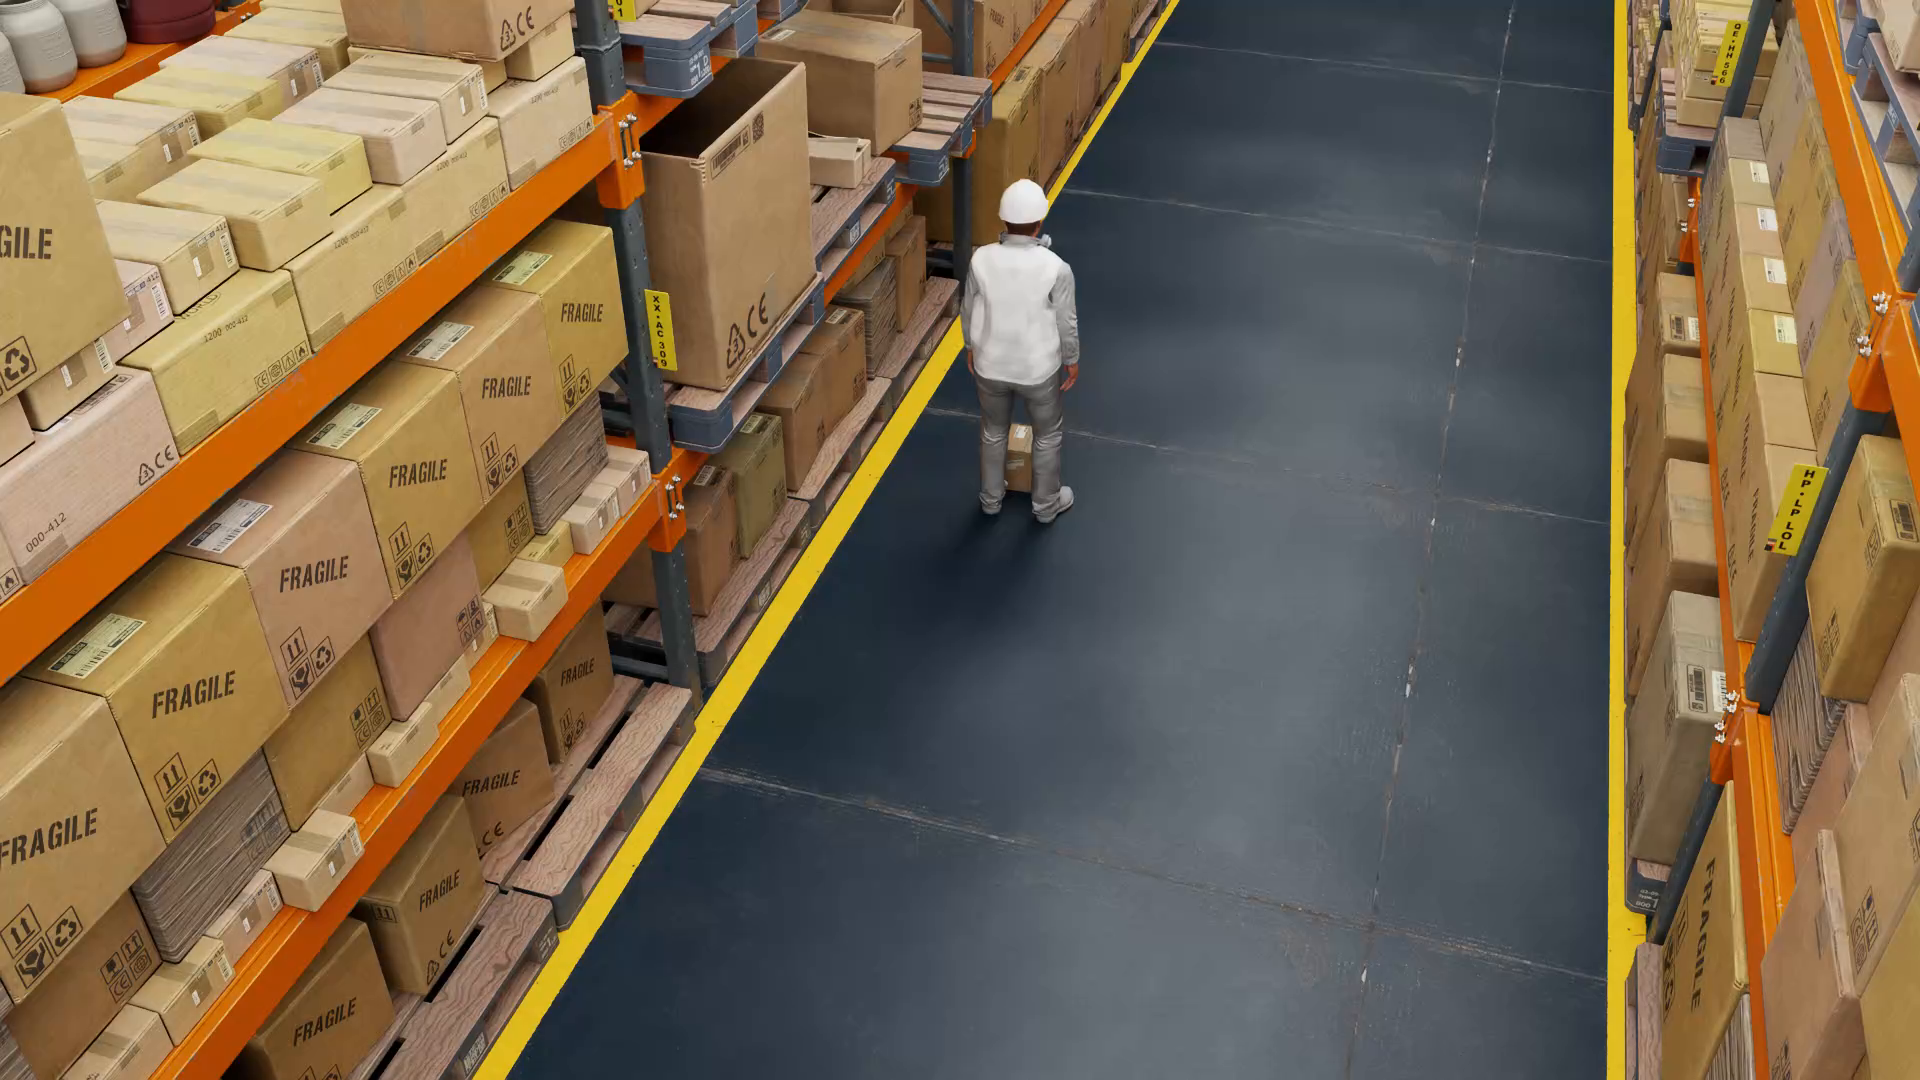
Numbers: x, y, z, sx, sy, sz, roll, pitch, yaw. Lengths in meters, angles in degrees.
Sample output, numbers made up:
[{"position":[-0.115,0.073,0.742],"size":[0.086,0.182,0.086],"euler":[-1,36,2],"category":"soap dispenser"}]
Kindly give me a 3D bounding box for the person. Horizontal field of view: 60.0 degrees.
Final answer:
[{"position":[0.290,-0.882,8.048],"size":[0.581,1.772,0.460],"euler":[11,38,14],"category":"person"}]
